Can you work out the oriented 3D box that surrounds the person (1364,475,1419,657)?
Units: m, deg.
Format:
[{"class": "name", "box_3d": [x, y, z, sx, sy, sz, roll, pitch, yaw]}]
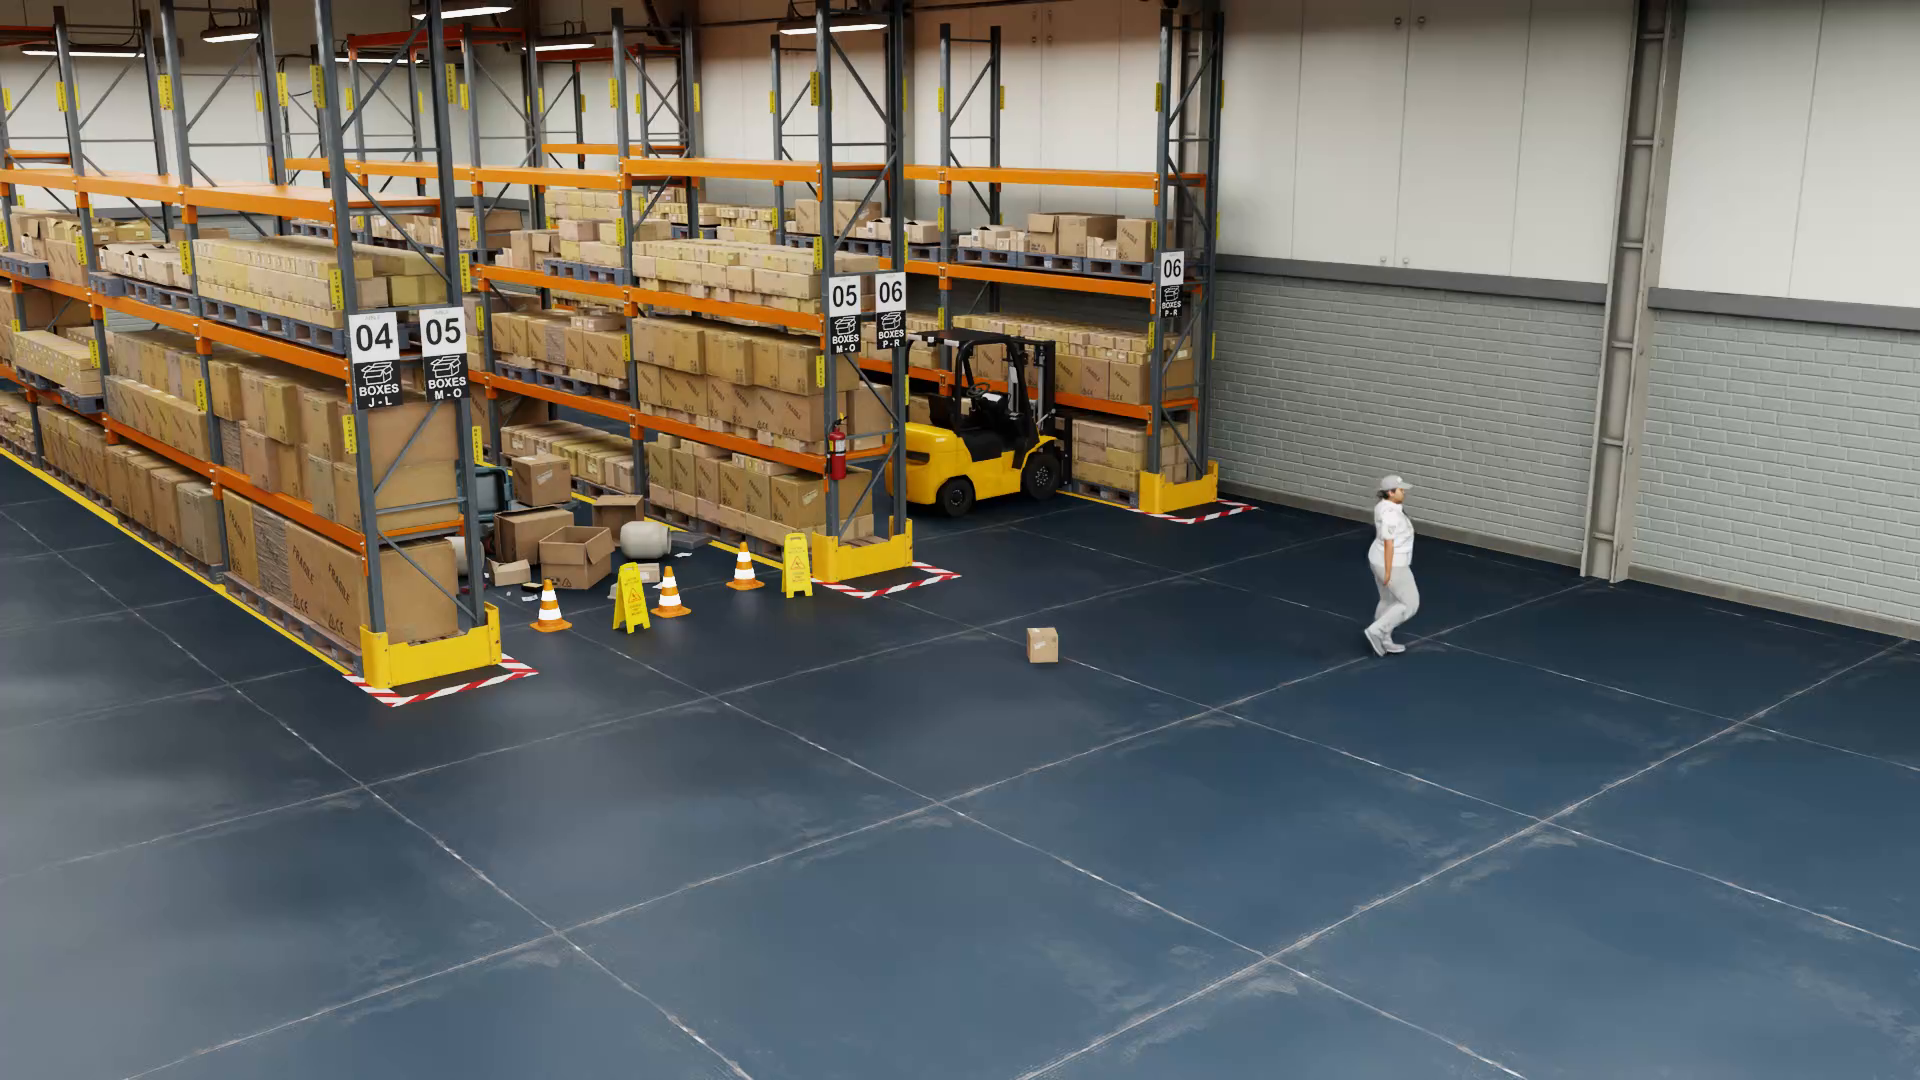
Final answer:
[{"class": "person", "box_3d": [3.890, 0.229, 15.003, 0.467, 1.655, 0.481, 1, 14, 2]}]
